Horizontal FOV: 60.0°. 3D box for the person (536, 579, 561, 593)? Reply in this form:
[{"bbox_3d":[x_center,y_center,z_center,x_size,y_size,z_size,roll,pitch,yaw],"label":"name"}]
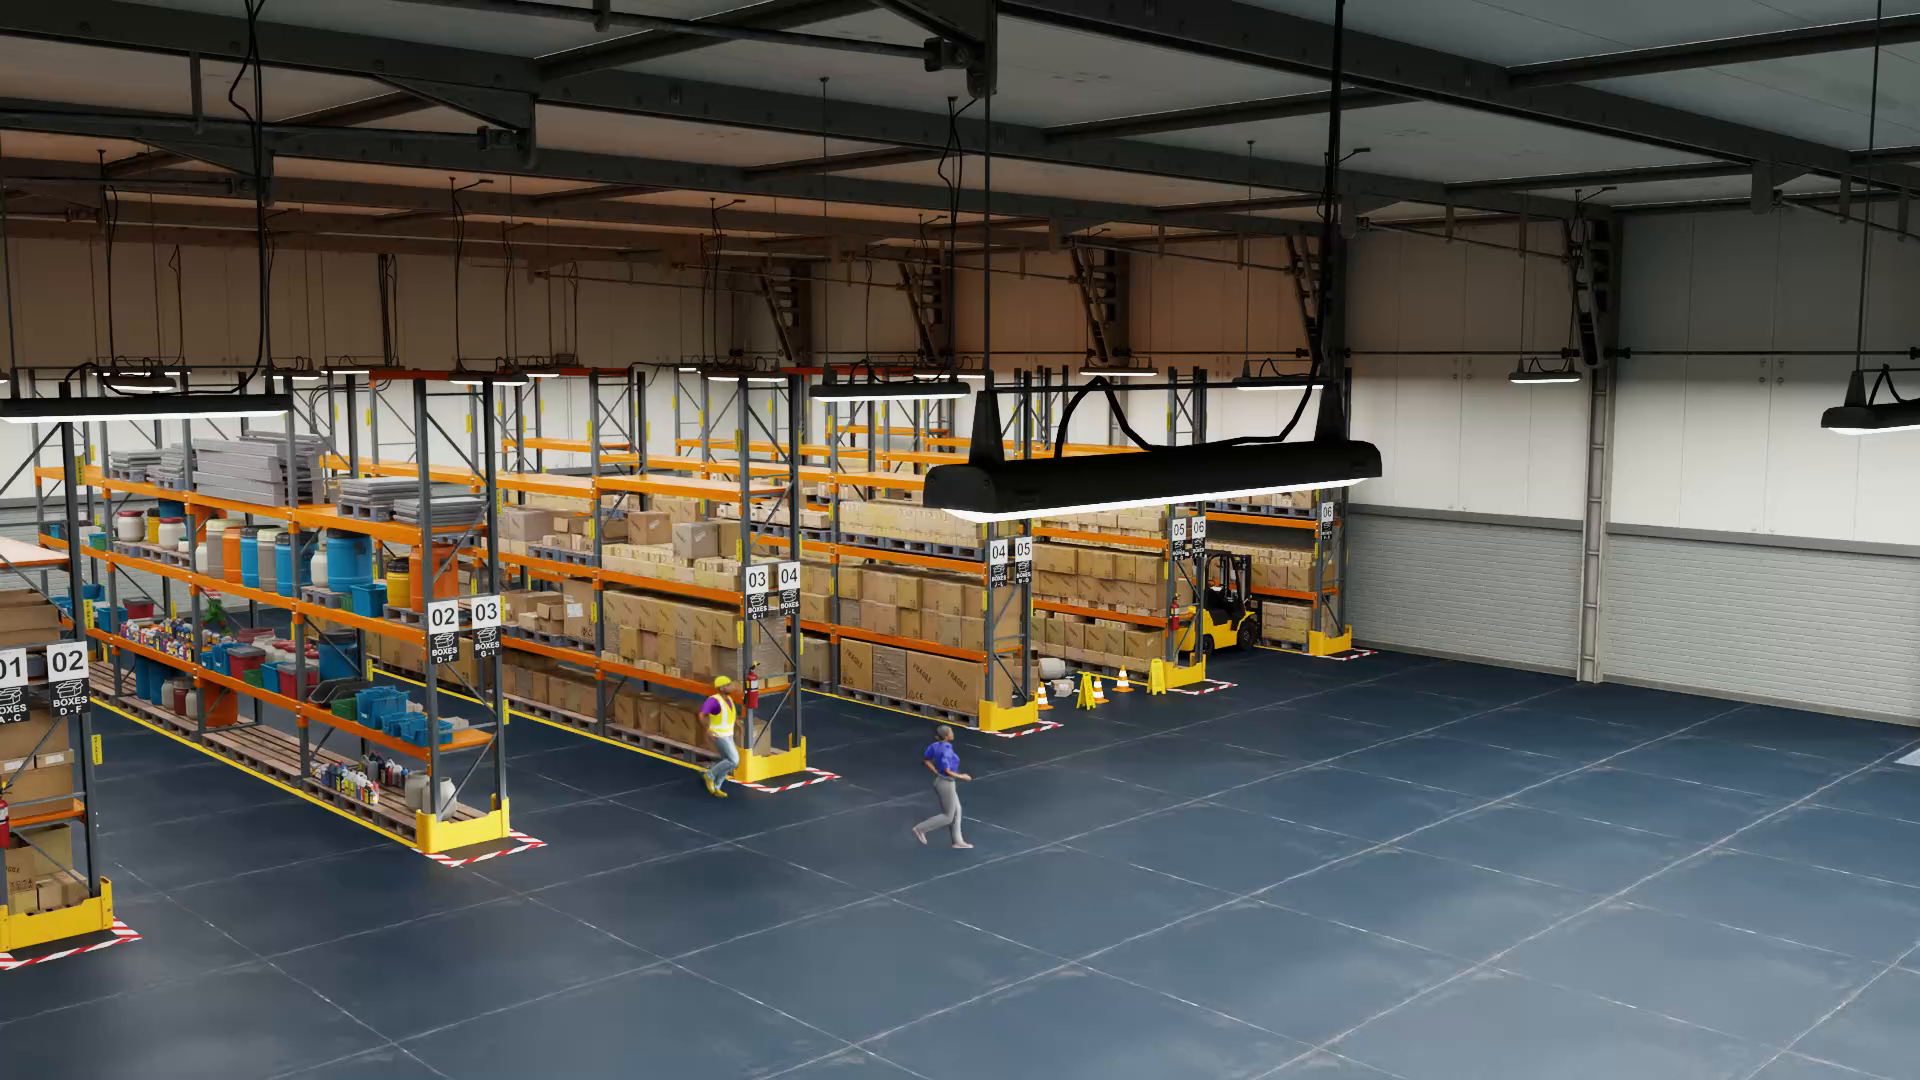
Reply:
[{"bbox_3d":[-10.351,0.768,41.809,0.633,1.800,0.785,2,7,21],"label":"person"}]

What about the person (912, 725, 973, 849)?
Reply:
[{"bbox_3d":[-0.228,3.153,21.083,0.834,1.648,0.585,-2,7,-19],"label":"person"}]

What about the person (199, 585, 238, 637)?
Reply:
[{"bbox_3d":[-16.369,1.294,36.473,0.968,1.787,0.647,-5,8,-35],"label":"person"}]

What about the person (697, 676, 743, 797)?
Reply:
[{"bbox_3d":[-3.375,2.805,23.814,0.537,1.719,0.730,2,7,14],"label":"person"}]
